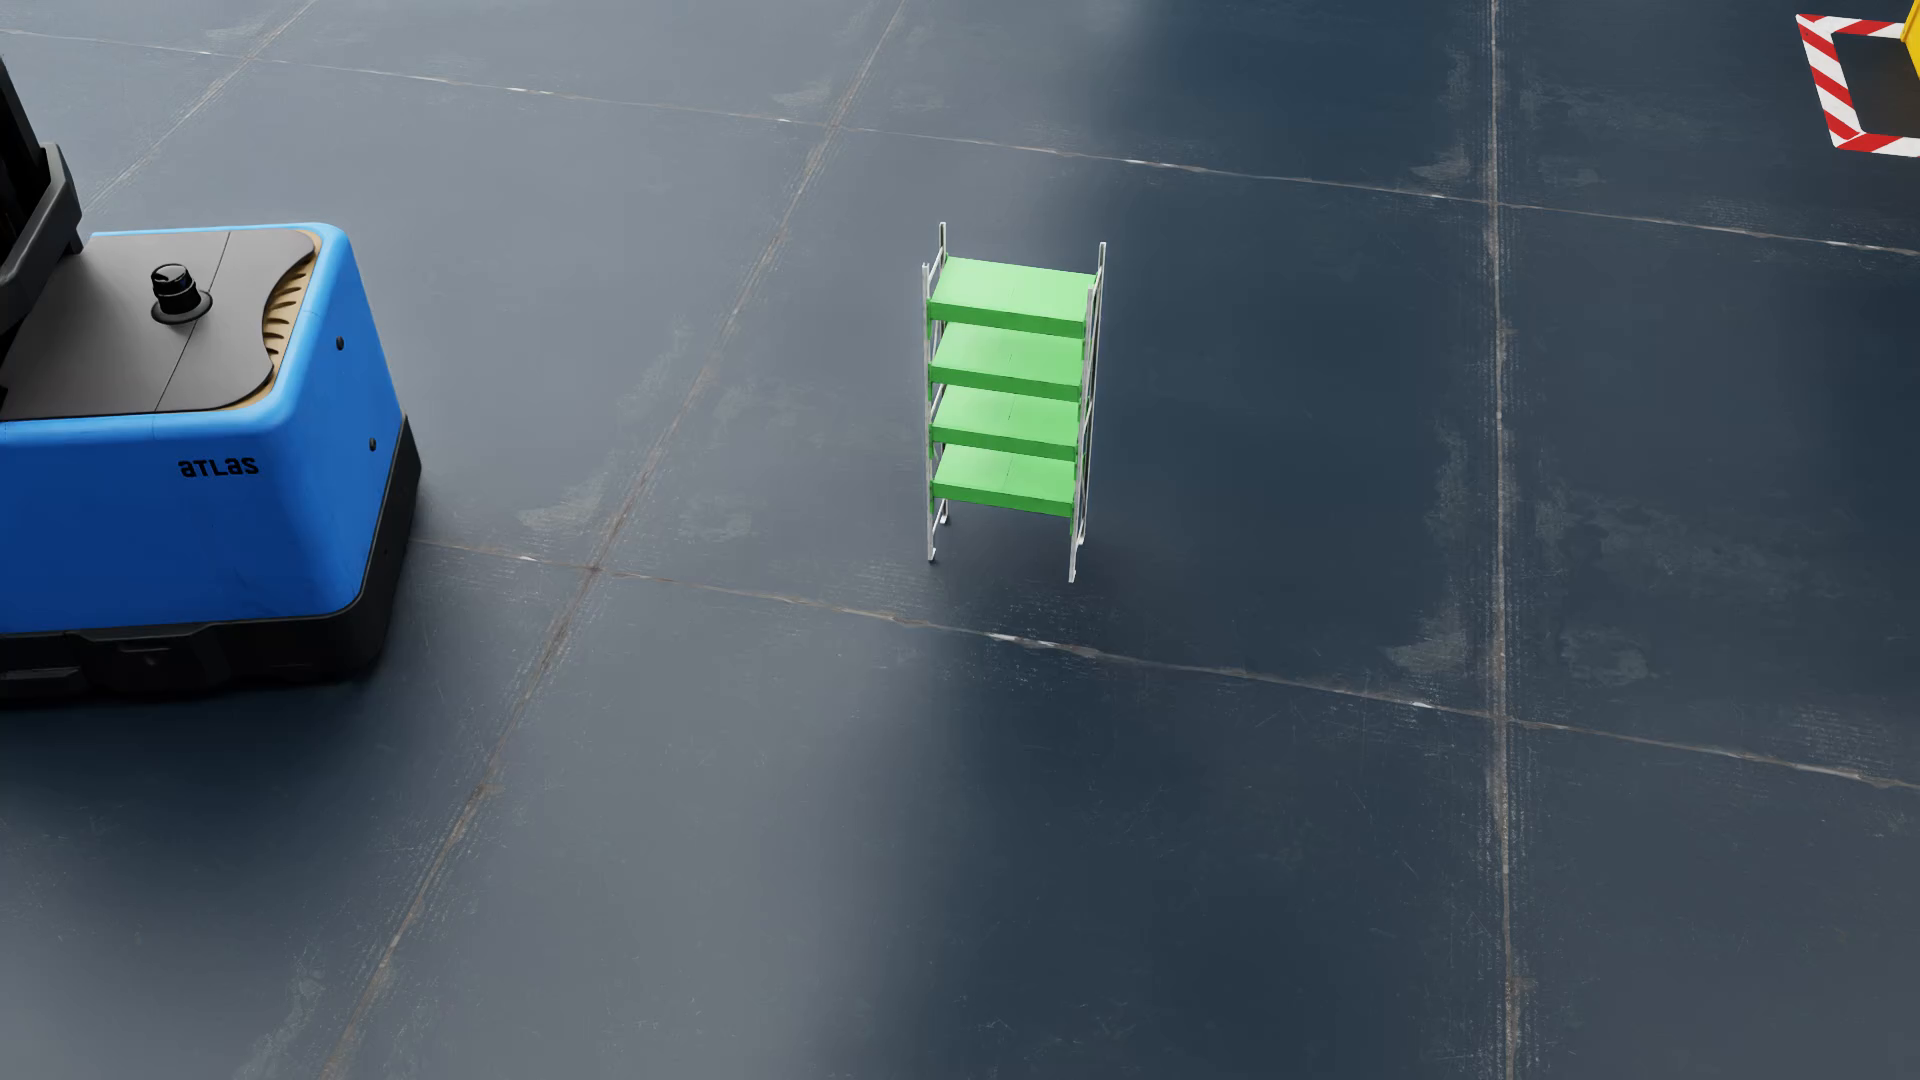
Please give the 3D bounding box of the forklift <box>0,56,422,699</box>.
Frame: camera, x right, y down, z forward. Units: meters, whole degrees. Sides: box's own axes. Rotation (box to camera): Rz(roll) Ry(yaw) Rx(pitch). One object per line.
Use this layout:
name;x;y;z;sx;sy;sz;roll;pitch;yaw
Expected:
forklift;-3.387;-0.876;4.547;3.031;2.935;1.130;-3;44;-3

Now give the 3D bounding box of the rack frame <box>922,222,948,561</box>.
rack frame;-0.077;-0.444;5.346;0.015;1.200;0.240;9;45;9

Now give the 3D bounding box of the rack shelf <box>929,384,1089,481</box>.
rack shelf;0.162;-0.361;5.352;0.480;0.148;0.258;9;45;9

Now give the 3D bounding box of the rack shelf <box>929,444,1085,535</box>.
rack shelf;0.162;-0.188;5.519;0.480;0.148;0.258;9;45;9

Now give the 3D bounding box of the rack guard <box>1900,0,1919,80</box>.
rack guard;4.797;-2.341;7.822;0.348;0.500;1.175;9;45;9

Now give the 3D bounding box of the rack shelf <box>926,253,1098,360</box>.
rack shelf;0.162;-0.707;5.019;0.480;0.148;0.258;9;45;9

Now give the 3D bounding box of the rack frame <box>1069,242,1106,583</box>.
rack frame;0.400;-0.370;5.269;0.015;1.200;0.240;9;45;9

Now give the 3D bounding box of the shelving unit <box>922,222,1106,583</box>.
shelving unit;0.162;-0.407;5.308;0.503;1.200;0.258;9;45;9

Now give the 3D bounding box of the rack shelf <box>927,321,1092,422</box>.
rack shelf;0.162;-0.534;5.186;0.480;0.148;0.258;9;45;9
